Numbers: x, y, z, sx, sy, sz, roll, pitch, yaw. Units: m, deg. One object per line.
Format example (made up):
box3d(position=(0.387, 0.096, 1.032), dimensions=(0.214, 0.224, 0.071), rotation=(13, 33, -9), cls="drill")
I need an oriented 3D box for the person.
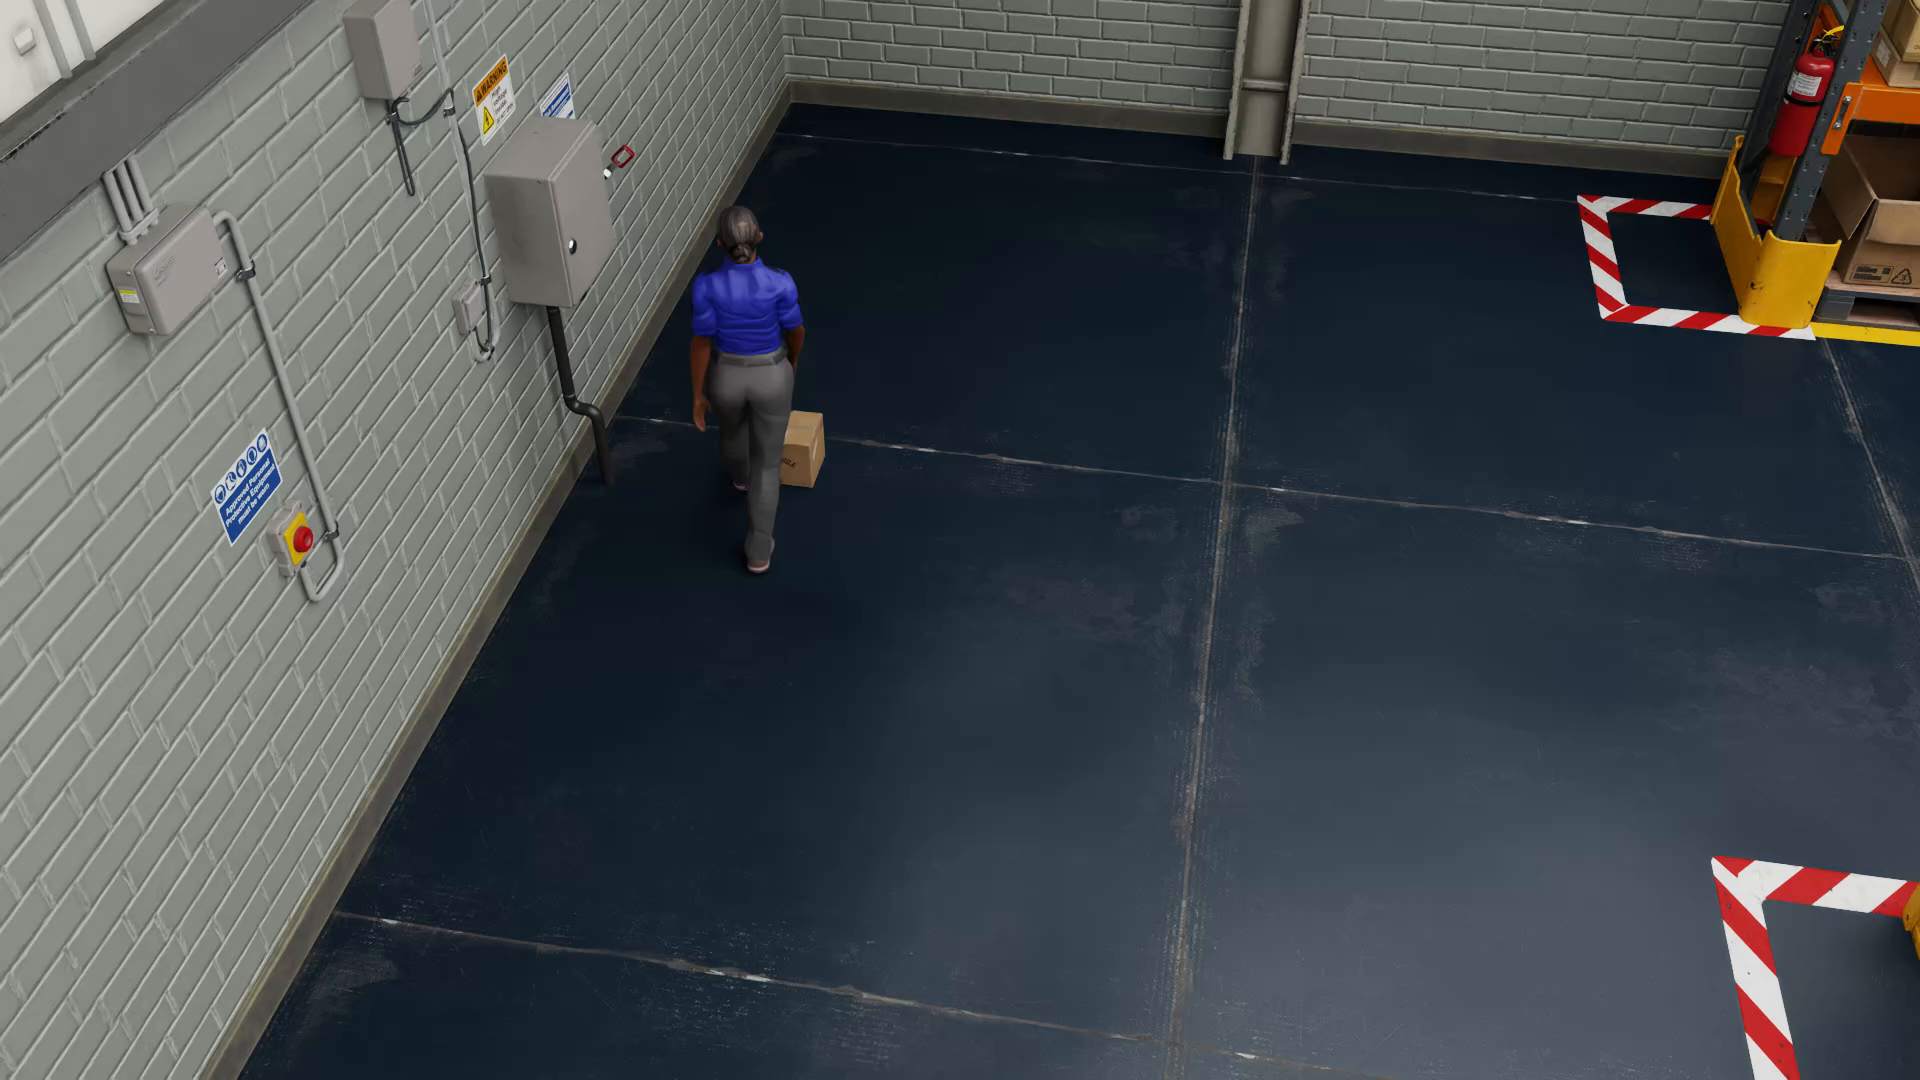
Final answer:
box3d(position=(-0.862, -0.728, 6.986), dimensions=(0.463, 1.629, 0.840), rotation=(2, 41, 2), cls="person")
